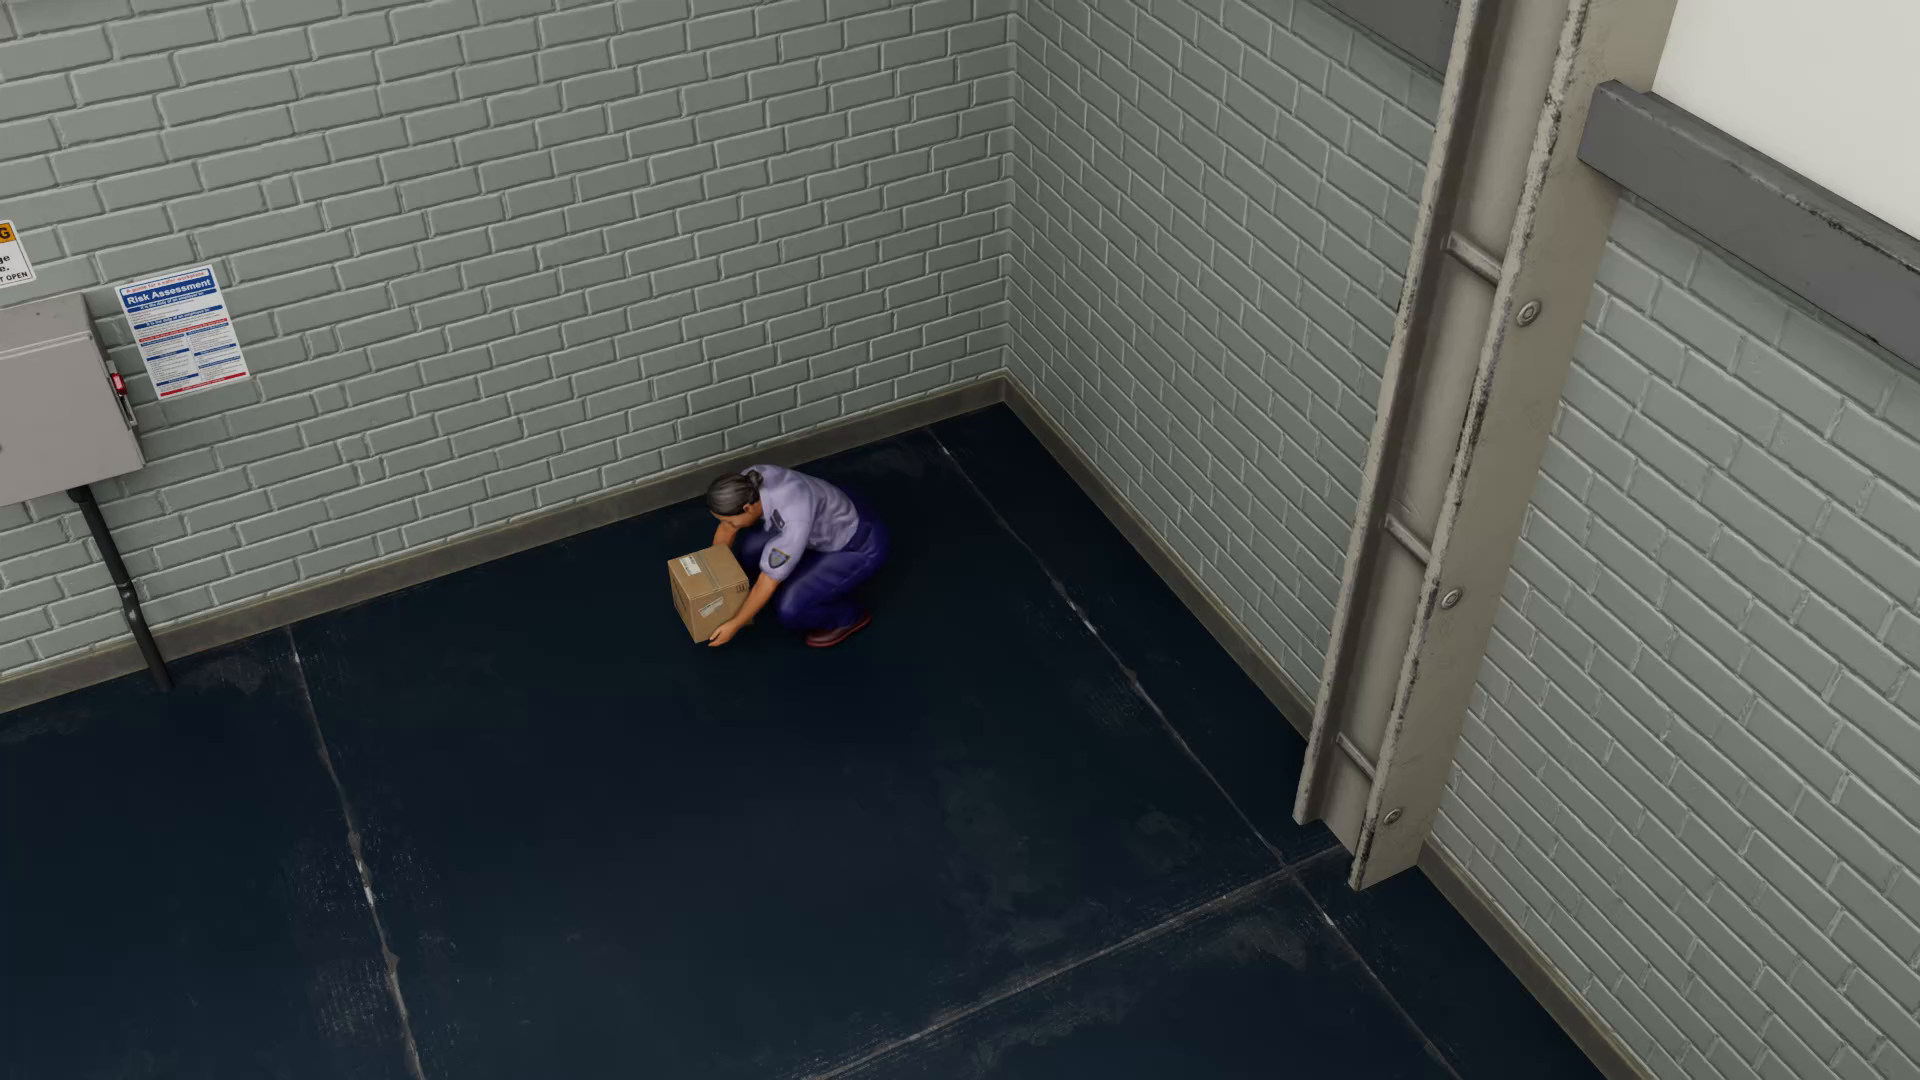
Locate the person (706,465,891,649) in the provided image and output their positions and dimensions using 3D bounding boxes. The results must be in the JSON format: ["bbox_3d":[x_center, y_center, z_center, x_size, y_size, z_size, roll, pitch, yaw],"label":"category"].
[{"bbox_3d":[-0.697,0.011,6.718,0.839,0.920,0.530,-19,45,-20],"label":"person"}]
